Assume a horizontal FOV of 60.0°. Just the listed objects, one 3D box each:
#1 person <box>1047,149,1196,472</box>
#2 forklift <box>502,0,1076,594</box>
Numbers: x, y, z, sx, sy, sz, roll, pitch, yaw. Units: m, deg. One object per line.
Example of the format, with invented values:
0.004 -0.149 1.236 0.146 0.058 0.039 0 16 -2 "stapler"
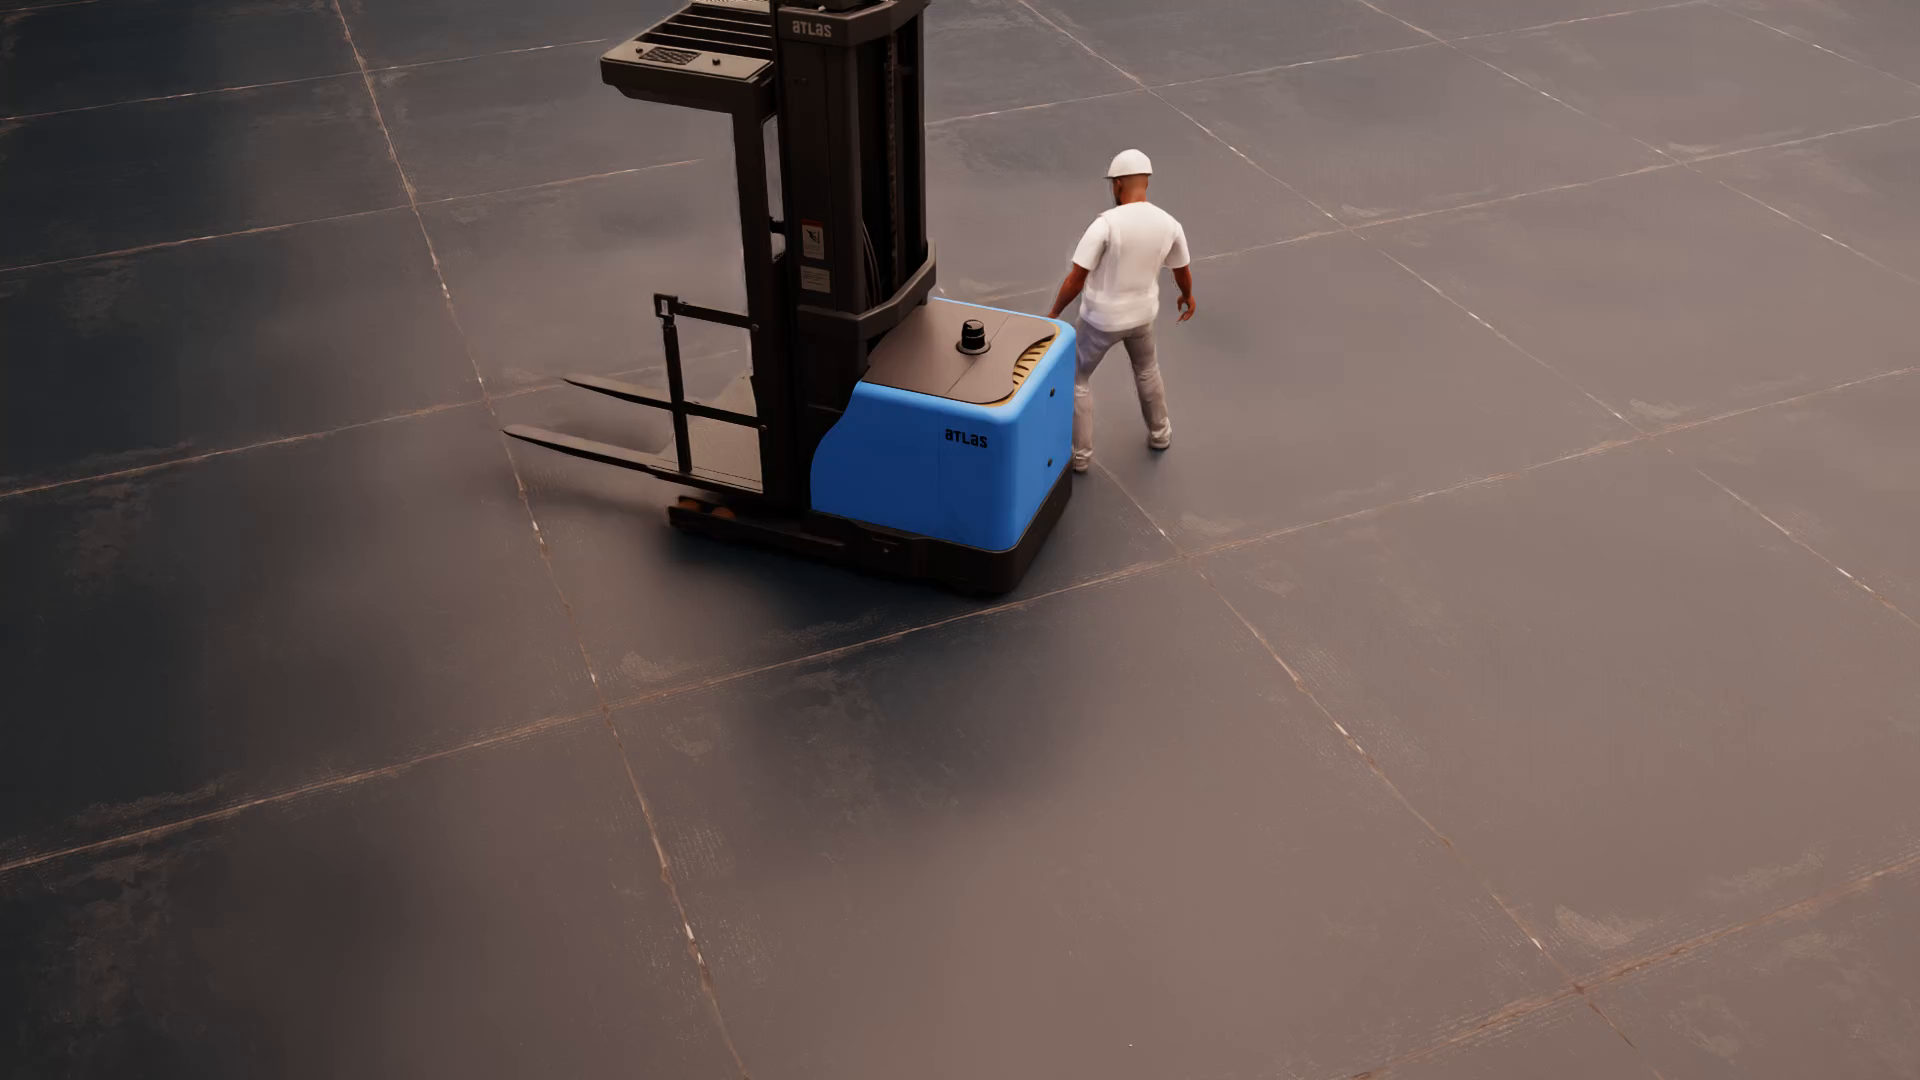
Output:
0.849 -1.236 8.900 0.963 1.716 0.433 -15 38 -20 "person"
-0.974 -1.467 8.161 3.031 2.935 1.130 13 37 18 "forklift"
